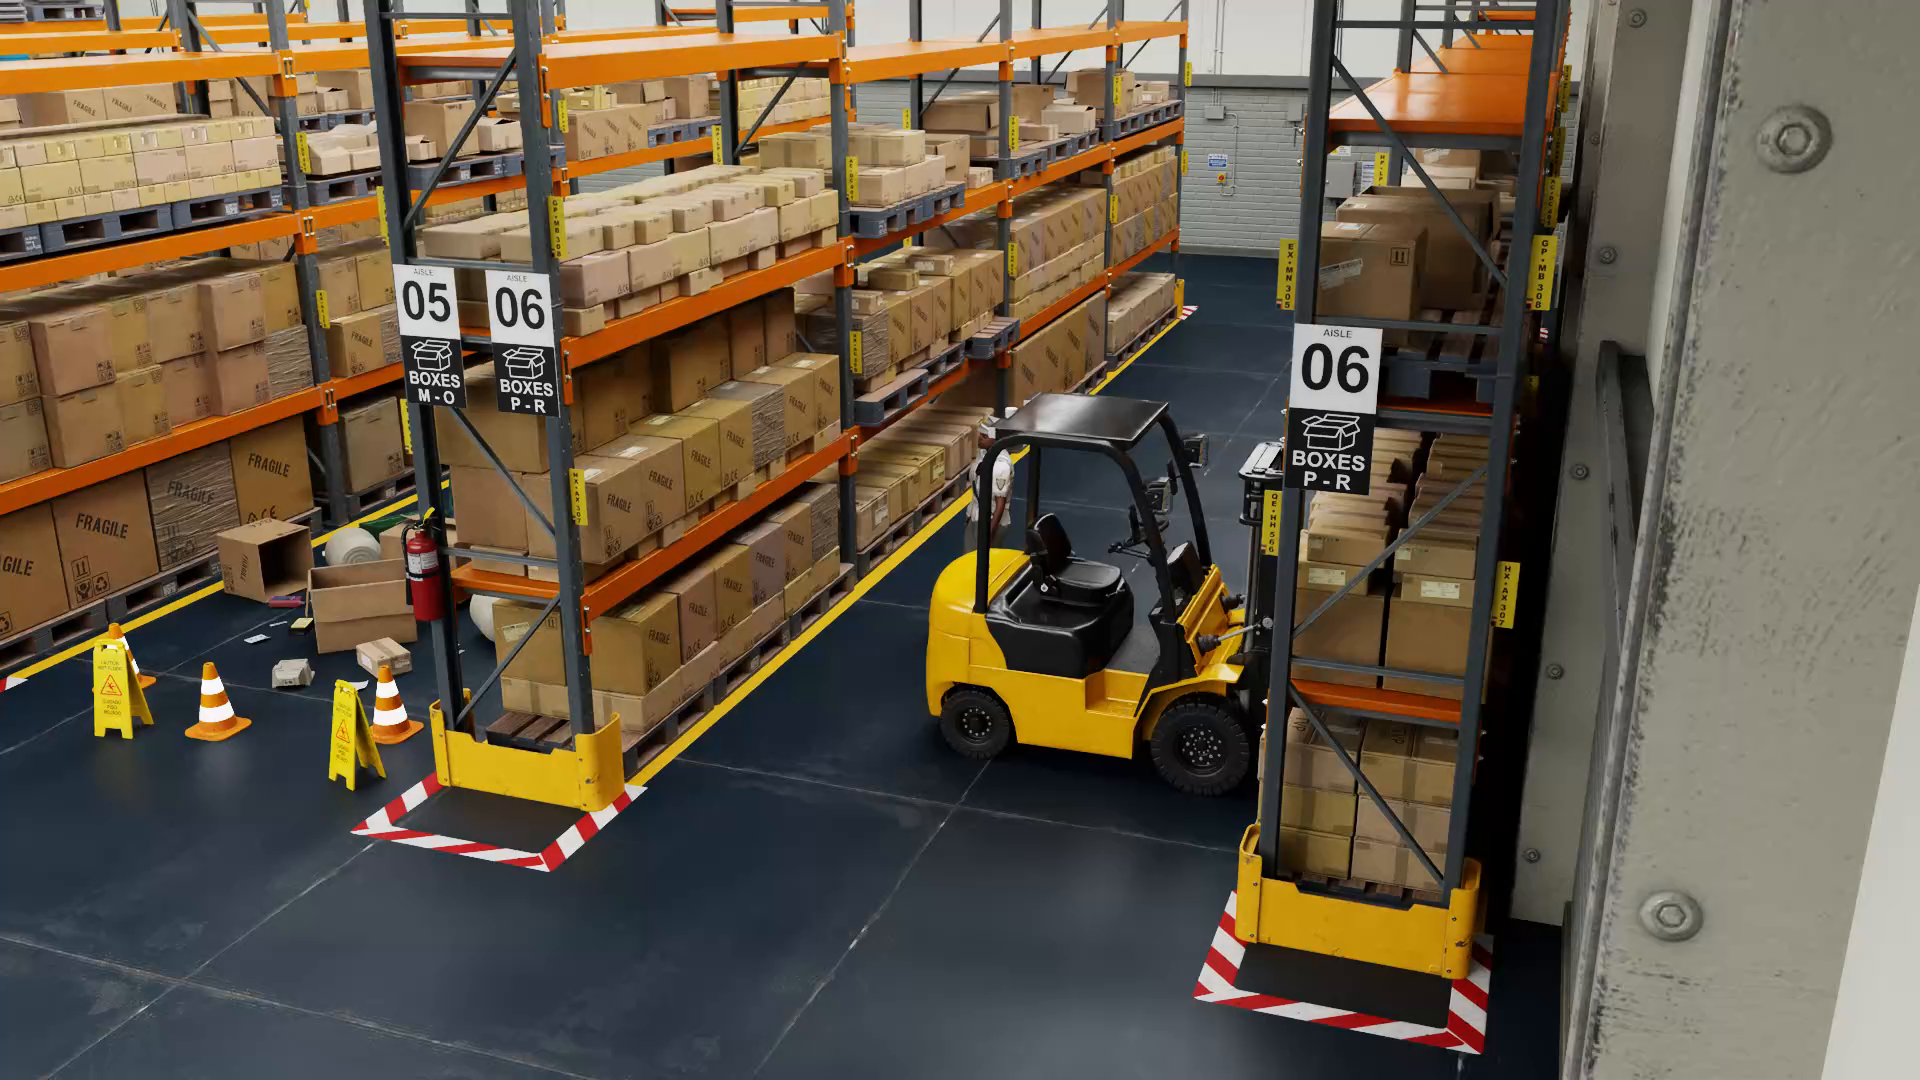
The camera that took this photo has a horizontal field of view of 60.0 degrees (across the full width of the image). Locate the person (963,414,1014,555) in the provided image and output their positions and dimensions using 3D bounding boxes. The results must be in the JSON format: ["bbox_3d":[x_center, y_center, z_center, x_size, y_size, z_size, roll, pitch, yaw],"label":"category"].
[{"bbox_3d":[0.125,-0.123,12.343,0.528,1.696,0.569,-4,19,-12],"label":"person"}]
